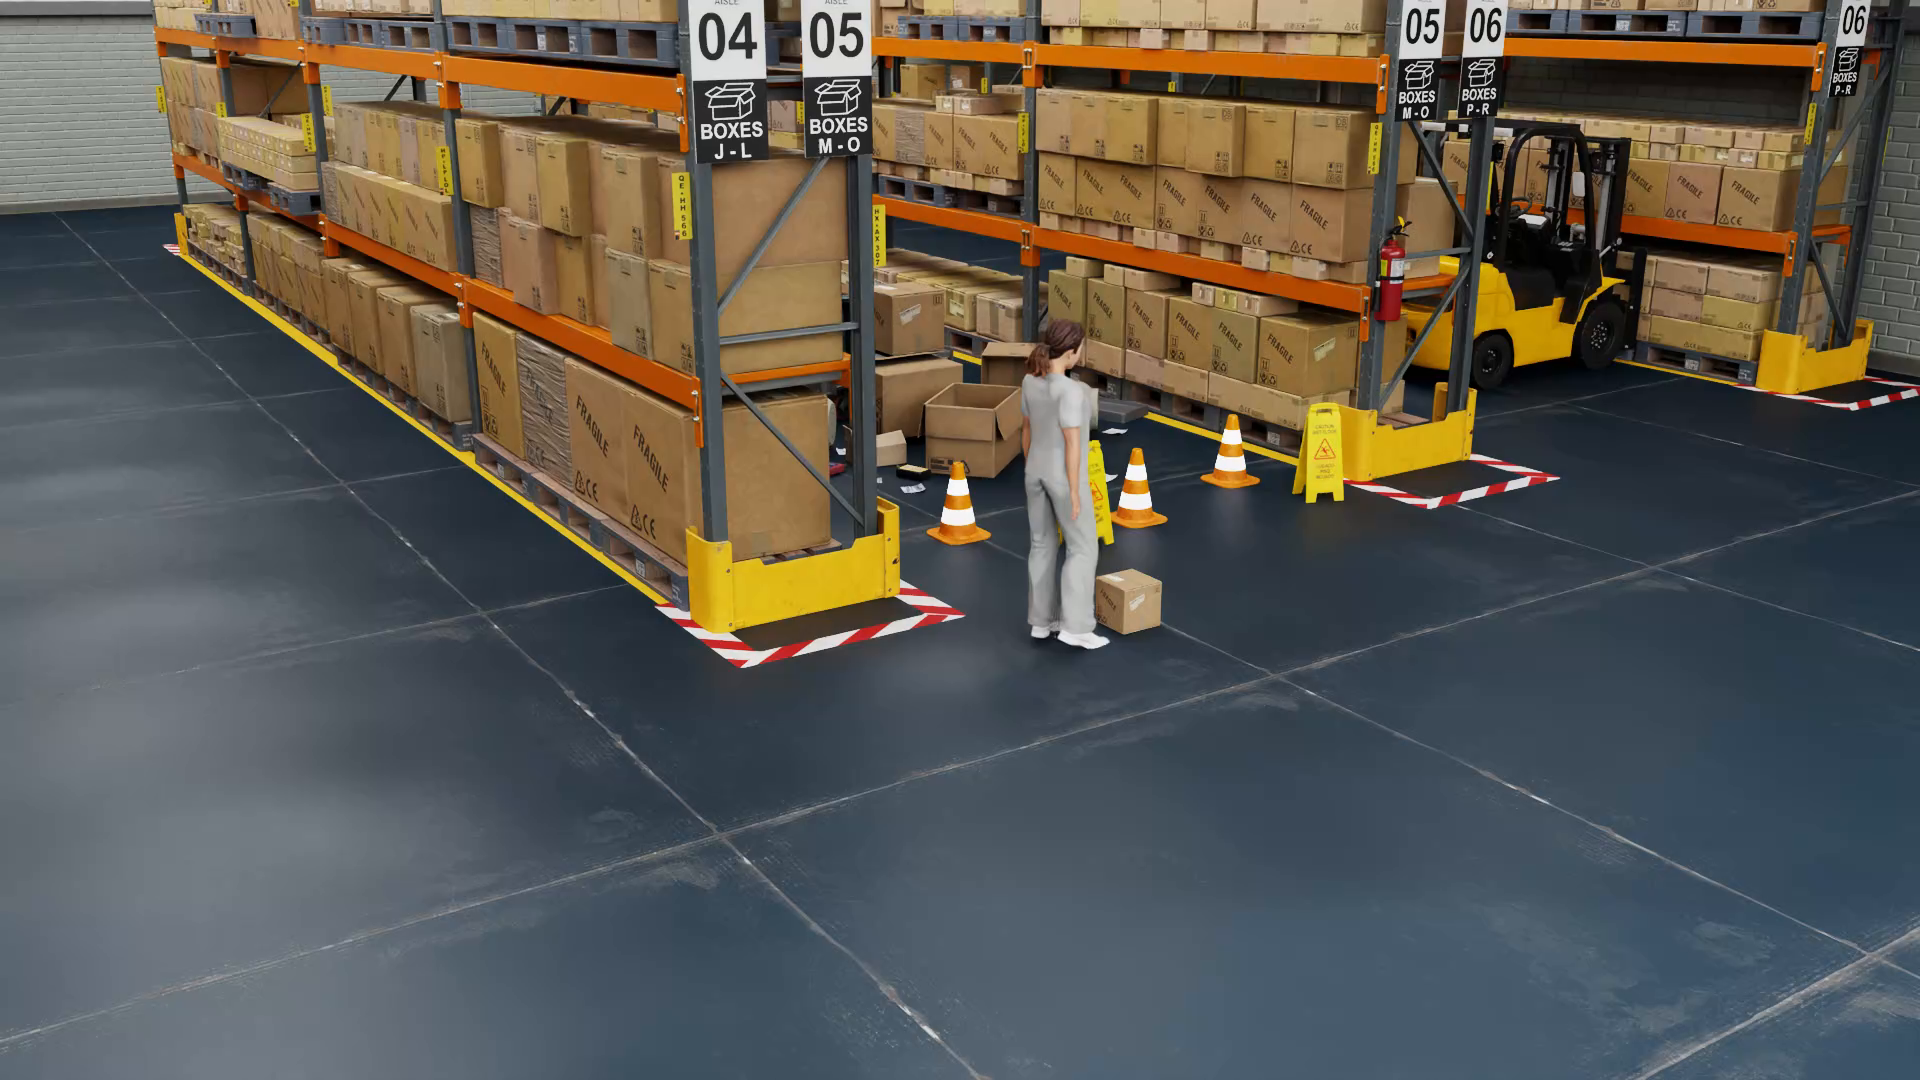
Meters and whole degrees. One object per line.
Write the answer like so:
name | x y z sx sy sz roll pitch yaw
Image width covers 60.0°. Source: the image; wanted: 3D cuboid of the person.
person | 0.489 -0.277 8.411 0.398 1.719 0.516 -15 23 -38
